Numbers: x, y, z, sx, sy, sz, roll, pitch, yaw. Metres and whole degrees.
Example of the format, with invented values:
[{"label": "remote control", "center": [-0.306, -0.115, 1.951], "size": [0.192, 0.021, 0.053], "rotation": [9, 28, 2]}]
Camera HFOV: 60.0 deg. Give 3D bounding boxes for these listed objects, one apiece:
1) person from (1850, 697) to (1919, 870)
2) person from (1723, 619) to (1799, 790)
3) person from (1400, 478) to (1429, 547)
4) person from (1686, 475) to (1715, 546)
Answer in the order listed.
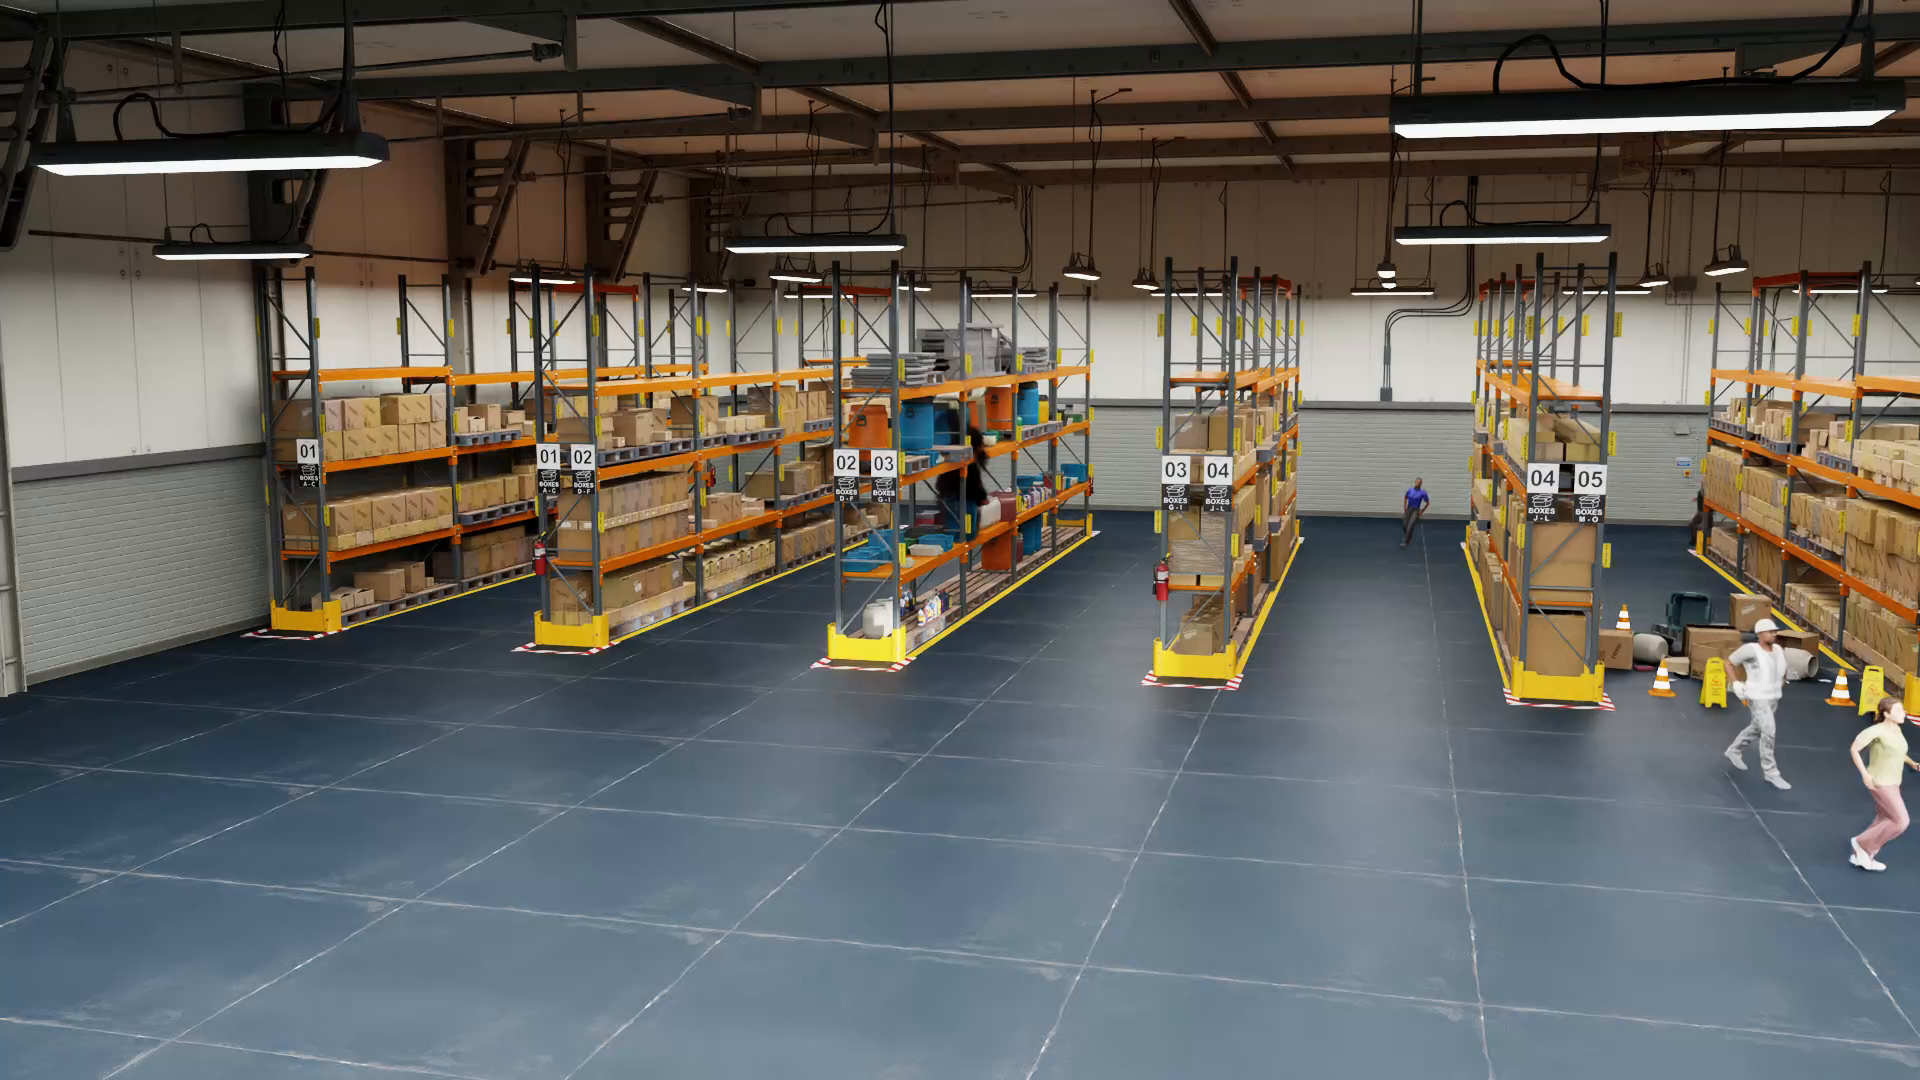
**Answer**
[{"label": "person", "center": [8.550, 2.253, 15.322], "size": [0.587, 1.637, 0.549], "rotation": [-6, 9, -38]}, {"label": "person", "center": [8.877, 1.766, 18.407], "size": [0.677, 1.805, 0.925], "rotation": [-4, 8, -28]}, {"label": "person", "center": [10.487, -0.643, 38.324], "size": [0.667, 1.597, 0.559], "rotation": [4, 8, 31]}, {"label": "person", "center": [17.134, -0.646, 38.151], "size": [0.808, 1.717, 0.743], "rotation": [4, 8, 26]}]
